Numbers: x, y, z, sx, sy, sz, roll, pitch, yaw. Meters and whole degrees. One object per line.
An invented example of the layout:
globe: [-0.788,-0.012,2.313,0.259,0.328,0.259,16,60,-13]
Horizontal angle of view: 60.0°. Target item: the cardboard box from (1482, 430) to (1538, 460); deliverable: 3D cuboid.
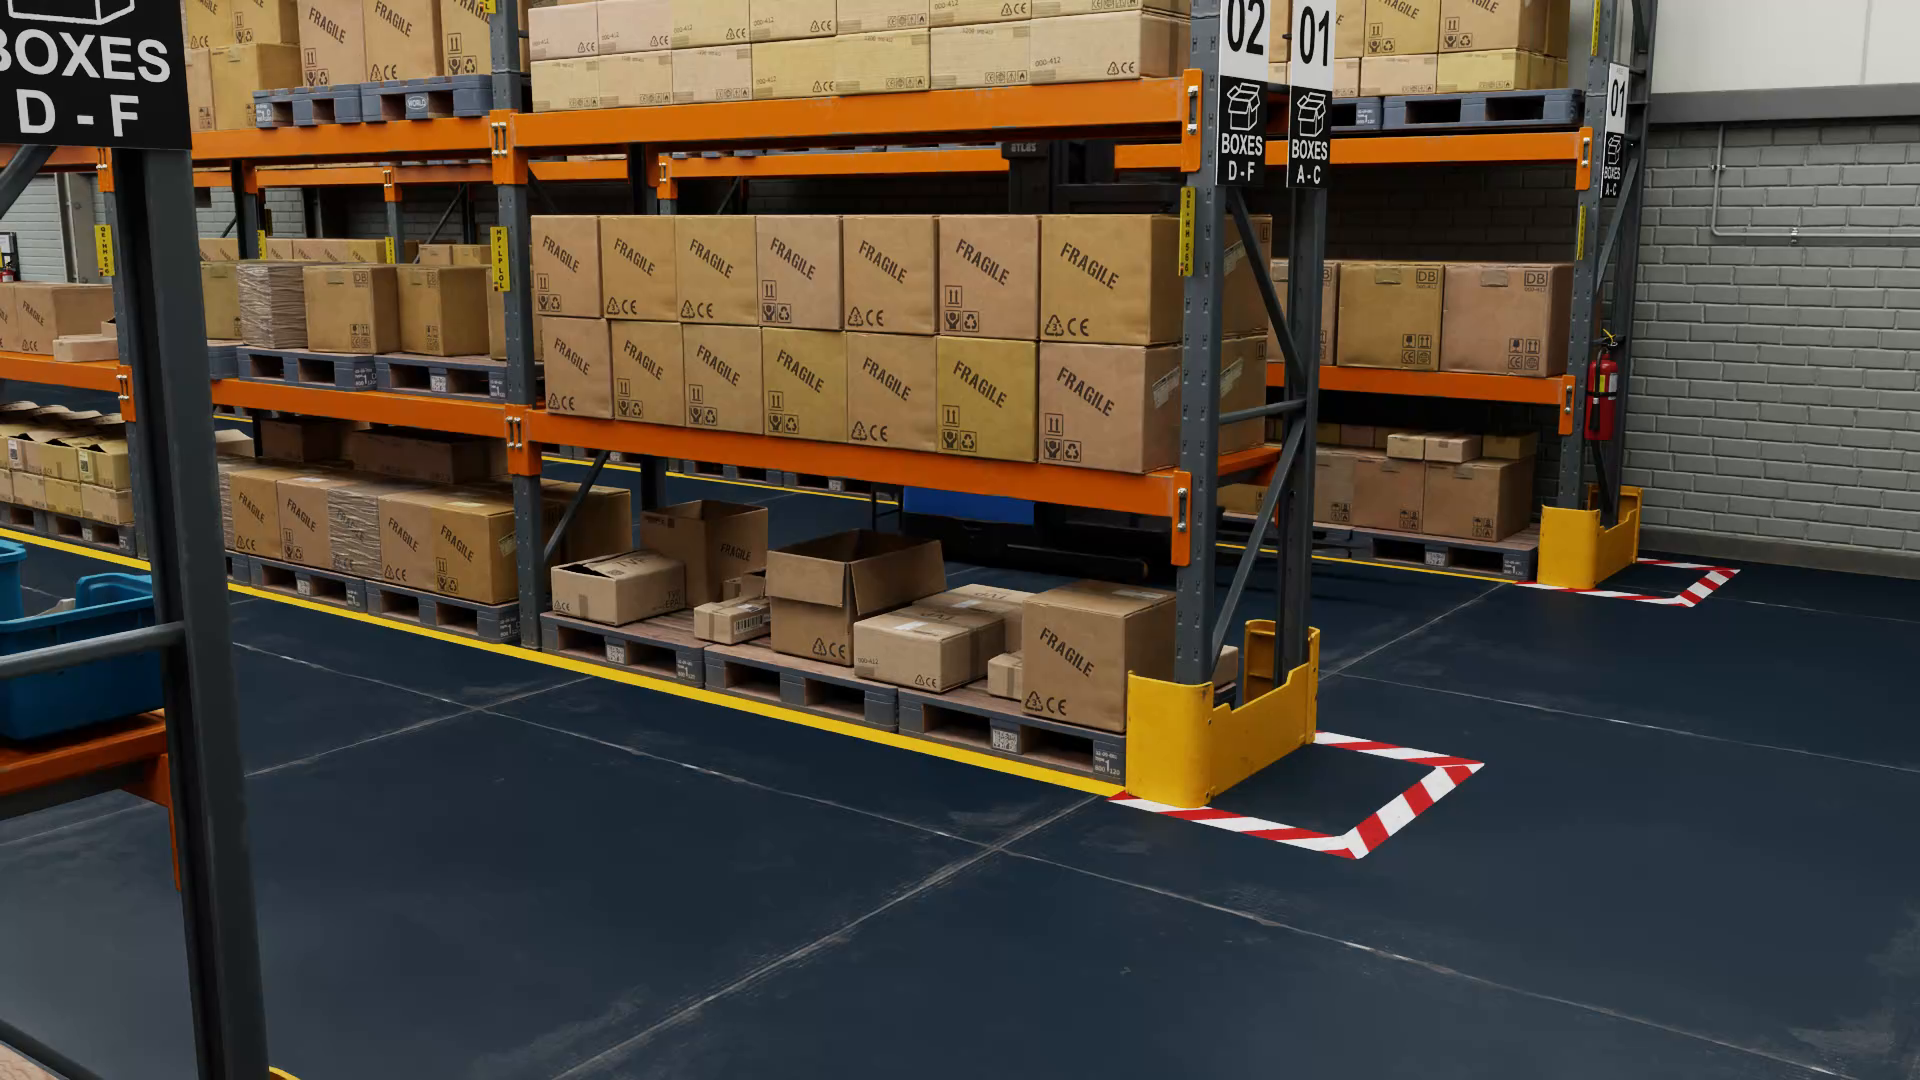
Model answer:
cardboard box: [3.715,-0.644,11.231,0.250,0.149,0.380,8,14,36]

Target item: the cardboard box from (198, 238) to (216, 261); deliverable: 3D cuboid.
cardboard box: [-8.570,-3.271,19.406,0.500,0.500,0.500,8,14,36]

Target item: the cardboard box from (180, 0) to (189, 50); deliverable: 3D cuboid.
cardboard box: [-4.910,-3.370,10.761,0.500,0.500,0.500,8,13,36]

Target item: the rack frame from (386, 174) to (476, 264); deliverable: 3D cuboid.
rack frame: [-5.552,-2.616,17.655,0.127,3.000,1.000,8,13,36]

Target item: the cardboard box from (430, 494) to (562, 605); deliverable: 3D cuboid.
cardboard box: [-2.601,0.042,9.340,0.500,0.500,0.500,8,13,35]

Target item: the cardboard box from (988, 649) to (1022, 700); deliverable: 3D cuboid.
cardboard box: [0.333,0.584,7.415,0.250,0.166,0.380,8,13,36]

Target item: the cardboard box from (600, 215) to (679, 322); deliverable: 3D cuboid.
cardboard box: [-1.404,-1.344,8.184,0.500,0.500,0.500,7,13,34]

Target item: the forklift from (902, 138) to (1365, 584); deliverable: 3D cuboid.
forklift: [1.128,-1.273,10.894,3.031,2.935,1.130,6,13,30]

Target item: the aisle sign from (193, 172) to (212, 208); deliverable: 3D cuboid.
aisle sign: [-9.012,-4.304,19.538,0.004,0.787,0.394,8,13,36]

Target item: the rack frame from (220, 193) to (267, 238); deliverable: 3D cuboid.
rack frame: [-8.776,-3.066,19.980,0.127,3.000,1.000,8,13,36]

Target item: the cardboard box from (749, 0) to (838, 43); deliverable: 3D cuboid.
cardboard box: [-0.585,-2.340,7.408,0.500,0.250,0.500,8,13,36]

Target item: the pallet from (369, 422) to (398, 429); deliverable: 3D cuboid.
pallet: [-6.115,-1.317,18.283,1.213,0.211,1.003,8,13,36]

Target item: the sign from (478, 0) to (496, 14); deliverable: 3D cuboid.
sign: [-2.359,-2.793,8.272,0.005,0.325,0.100,8,13,36]

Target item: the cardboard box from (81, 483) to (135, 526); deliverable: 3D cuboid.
cardboard box: [-5.826,-0.286,11.743,0.500,0.250,0.500,8,14,37]

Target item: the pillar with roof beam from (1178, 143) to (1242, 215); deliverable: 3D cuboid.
pillar with roof beam: [-0.576,-4.057,9.308,0.400,9.000,9.100,8,13,36]

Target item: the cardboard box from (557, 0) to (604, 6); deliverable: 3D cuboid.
cardboard box: [-1.619,-2.922,8.442,0.500,0.500,0.700,8,13,36]

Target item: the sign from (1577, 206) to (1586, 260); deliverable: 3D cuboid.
sign: [3.787,-1.870,10.128,0.005,0.325,0.100,8,13,36]

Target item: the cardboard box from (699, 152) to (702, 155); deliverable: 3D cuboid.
cardboard box: [-2.773,-3.814,15.635,0.500,0.500,0.500,8,14,36]

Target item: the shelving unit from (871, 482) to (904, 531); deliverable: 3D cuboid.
shelving unit: [-0.330,-1.061,11.986,0.503,2.100,0.431,6,13,30]

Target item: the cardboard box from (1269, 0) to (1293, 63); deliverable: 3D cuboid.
cardboard box: [2.124,-3.505,11.402,0.500,0.500,0.500,8,14,36]

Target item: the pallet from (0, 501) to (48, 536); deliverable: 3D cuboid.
pallet: [-6.877,-0.274,12.892,1.213,0.211,1.003,8,13,36]

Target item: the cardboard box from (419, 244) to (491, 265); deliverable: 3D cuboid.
cardboard box: [-5.162,-2.819,17.281,0.500,0.500,0.700,8,14,36]

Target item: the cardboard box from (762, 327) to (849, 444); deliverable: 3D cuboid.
cardboard box: [-0.557,-0.737,7.681,0.500,0.500,0.500,8,13,35]

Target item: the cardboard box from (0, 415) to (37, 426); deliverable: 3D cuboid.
cardboard box: [-7.478,-0.789,12.869,0.500,0.311,0.500,7,13,34]

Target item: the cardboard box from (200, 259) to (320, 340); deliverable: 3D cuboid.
cardboard box: [-4.683,-1.609,11.083,0.500,0.500,0.700,3,11,17]

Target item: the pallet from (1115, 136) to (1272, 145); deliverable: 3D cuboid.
pallet: [1.549,-3.052,12.246,1.213,0.211,1.003,8,13,36]

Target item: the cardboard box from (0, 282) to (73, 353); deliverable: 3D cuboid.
cardboard box: [-7.044,-1.702,12.667,0.500,0.500,0.500,8,14,36]

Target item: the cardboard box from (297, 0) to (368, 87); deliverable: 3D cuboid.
cardboard box: [-3.473,-2.952,9.864,0.600,0.600,0.600,7,13,33]

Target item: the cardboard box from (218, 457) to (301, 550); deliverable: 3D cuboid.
cardboard box: [-4.634,-0.244,10.814,0.500,0.500,0.500,7,13,33]

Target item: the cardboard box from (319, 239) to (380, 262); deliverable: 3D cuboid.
cardboard box: [-6.522,-2.982,17.912,0.500,0.500,0.500,8,13,35]

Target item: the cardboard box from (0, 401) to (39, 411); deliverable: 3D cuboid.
cardboard box: [-7.985,-0.987,13.893,0.500,0.311,0.500,8,13,36]

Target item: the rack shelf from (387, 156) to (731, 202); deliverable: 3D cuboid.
rack shelf: [-3.940,-3.511,16.277,4.000,0.370,1.077,8,13,36]

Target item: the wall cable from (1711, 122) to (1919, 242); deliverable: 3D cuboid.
wall cable: [5.712,-1.767,10.590,1.851,1.984,0.084,8,13,36]

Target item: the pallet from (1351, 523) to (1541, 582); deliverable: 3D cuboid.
pallet: [3.429,0.024,11.349,1.213,0.211,1.003,8,13,36]

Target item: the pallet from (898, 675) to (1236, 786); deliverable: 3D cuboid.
pallet: [0.486,0.763,7.531,1.213,0.211,1.003,8,13,36]

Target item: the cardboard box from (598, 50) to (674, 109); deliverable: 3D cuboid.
cardboard box: [-1.387,-2.208,8.041,0.500,0.250,0.500,8,13,36]

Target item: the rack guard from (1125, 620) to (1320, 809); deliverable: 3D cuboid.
rack guard: [1.129,0.710,7.041,0.348,0.500,1.175,8,13,36]

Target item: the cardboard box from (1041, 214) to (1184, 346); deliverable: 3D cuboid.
cardboard box: [0.669,-1.056,6.696,0.500,0.500,0.500,8,13,35]

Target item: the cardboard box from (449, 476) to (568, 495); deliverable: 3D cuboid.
cardboard box: [-2.716,-0.097,10.055,0.500,0.500,0.500,8,14,36]

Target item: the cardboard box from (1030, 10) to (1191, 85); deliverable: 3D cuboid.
cardboard box: [0.620,-1.925,6.579,0.500,0.250,0.500,8,13,36]

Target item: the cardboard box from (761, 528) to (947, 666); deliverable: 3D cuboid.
cardboard box: [-0.516,0.262,8.192,0.637,0.503,0.797,8,13,36]

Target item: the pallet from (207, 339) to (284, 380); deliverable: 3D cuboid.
pallet: [-4.670,-1.248,11.089,1.003,0.211,1.213,8,13,36]

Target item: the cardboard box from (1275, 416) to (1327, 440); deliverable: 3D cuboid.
cardboard box: [2.489,-0.815,12.114,0.250,0.149,0.380,8,13,35]

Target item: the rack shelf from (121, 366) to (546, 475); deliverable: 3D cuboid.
rack shelf: [-3.646,-0.830,10.315,4.000,0.370,1.077,8,13,36]

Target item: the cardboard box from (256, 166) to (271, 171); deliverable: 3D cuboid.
cardboard box: [-7.822,-4.398,18.653,0.500,0.500,0.500,9,14,38]

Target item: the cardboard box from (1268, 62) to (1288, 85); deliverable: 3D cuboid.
cardboard box: [2.117,-3.137,11.476,0.500,0.250,0.500,7,13,34]

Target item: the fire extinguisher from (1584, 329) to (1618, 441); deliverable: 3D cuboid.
fire extinguisher: [3.968,-0.958,10.272,0.183,0.674,0.296,8,13,36]
